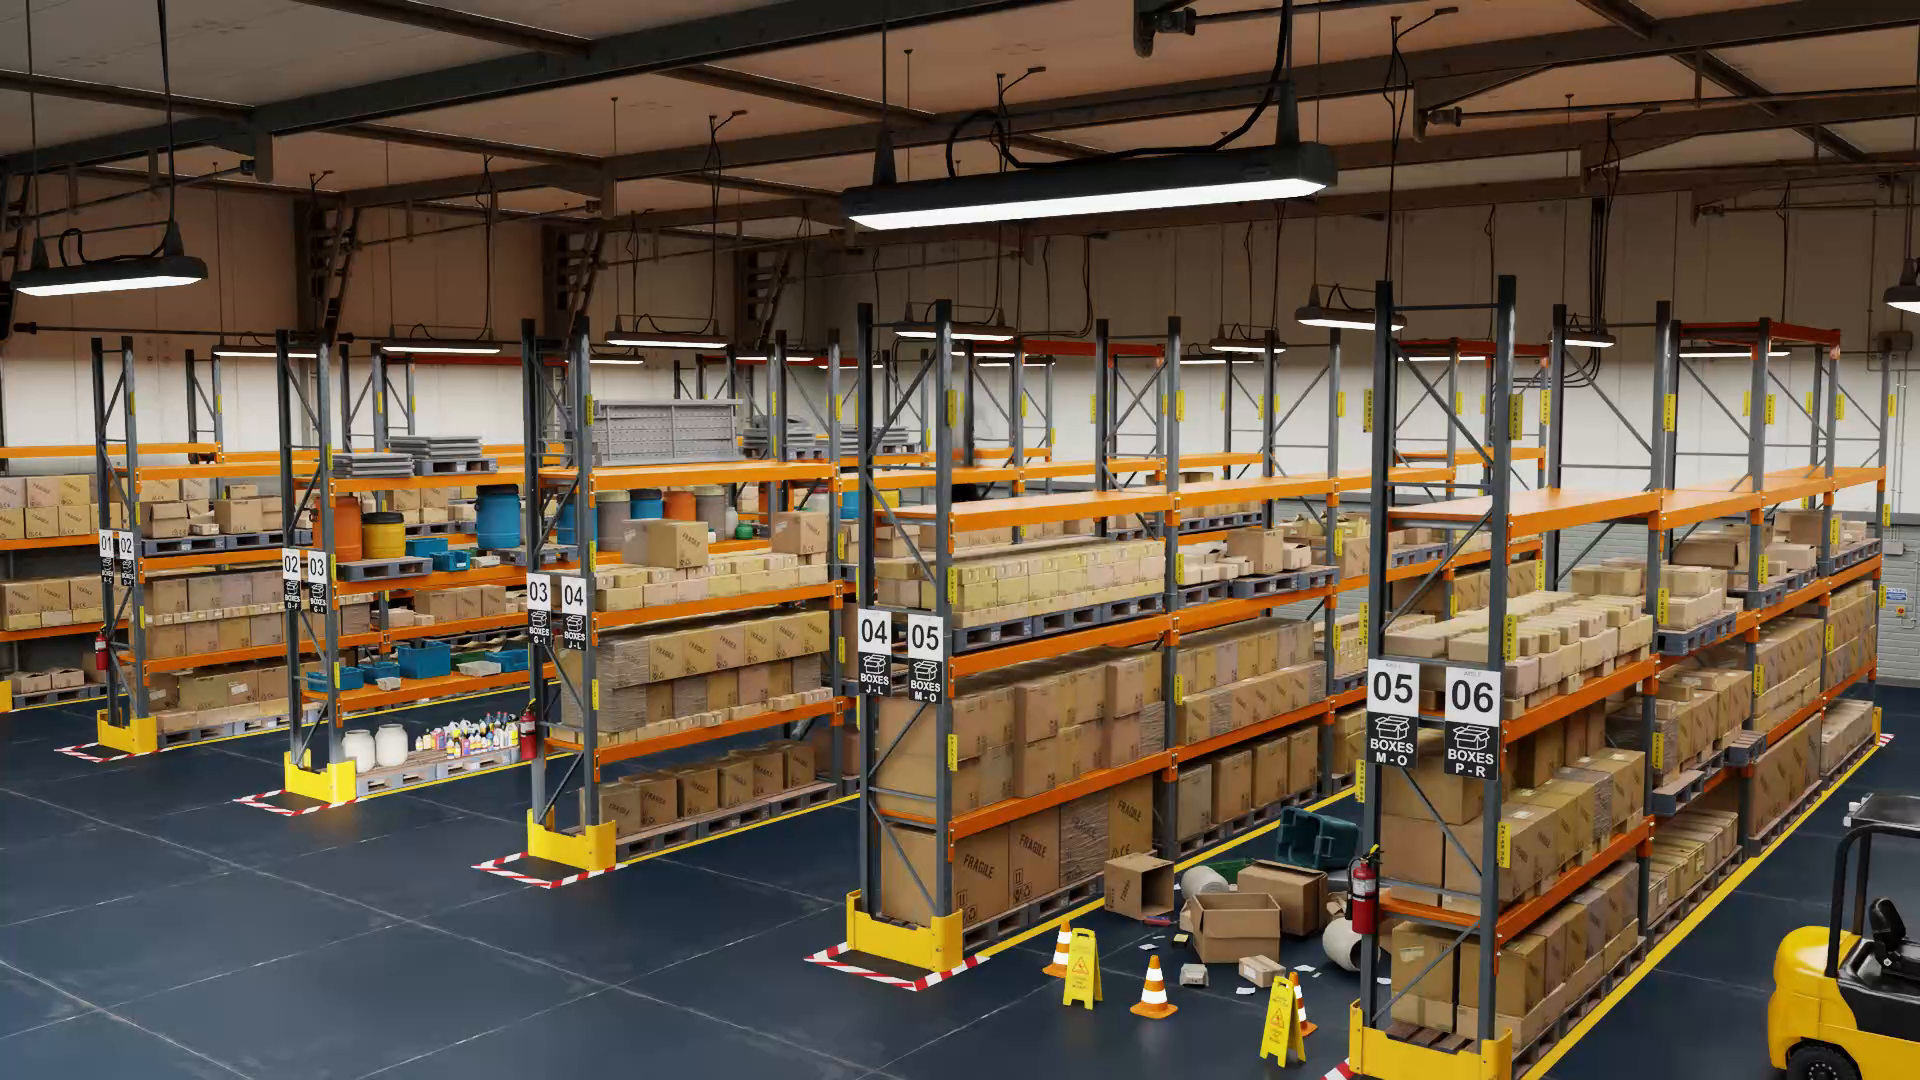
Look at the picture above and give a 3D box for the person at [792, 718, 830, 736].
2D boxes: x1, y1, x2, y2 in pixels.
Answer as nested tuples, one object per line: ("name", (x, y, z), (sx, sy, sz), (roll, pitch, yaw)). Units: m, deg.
("person", (-2.074, 1.887, 23.925), (0.694, 1.797, 0.899), (3, 6, 33))
